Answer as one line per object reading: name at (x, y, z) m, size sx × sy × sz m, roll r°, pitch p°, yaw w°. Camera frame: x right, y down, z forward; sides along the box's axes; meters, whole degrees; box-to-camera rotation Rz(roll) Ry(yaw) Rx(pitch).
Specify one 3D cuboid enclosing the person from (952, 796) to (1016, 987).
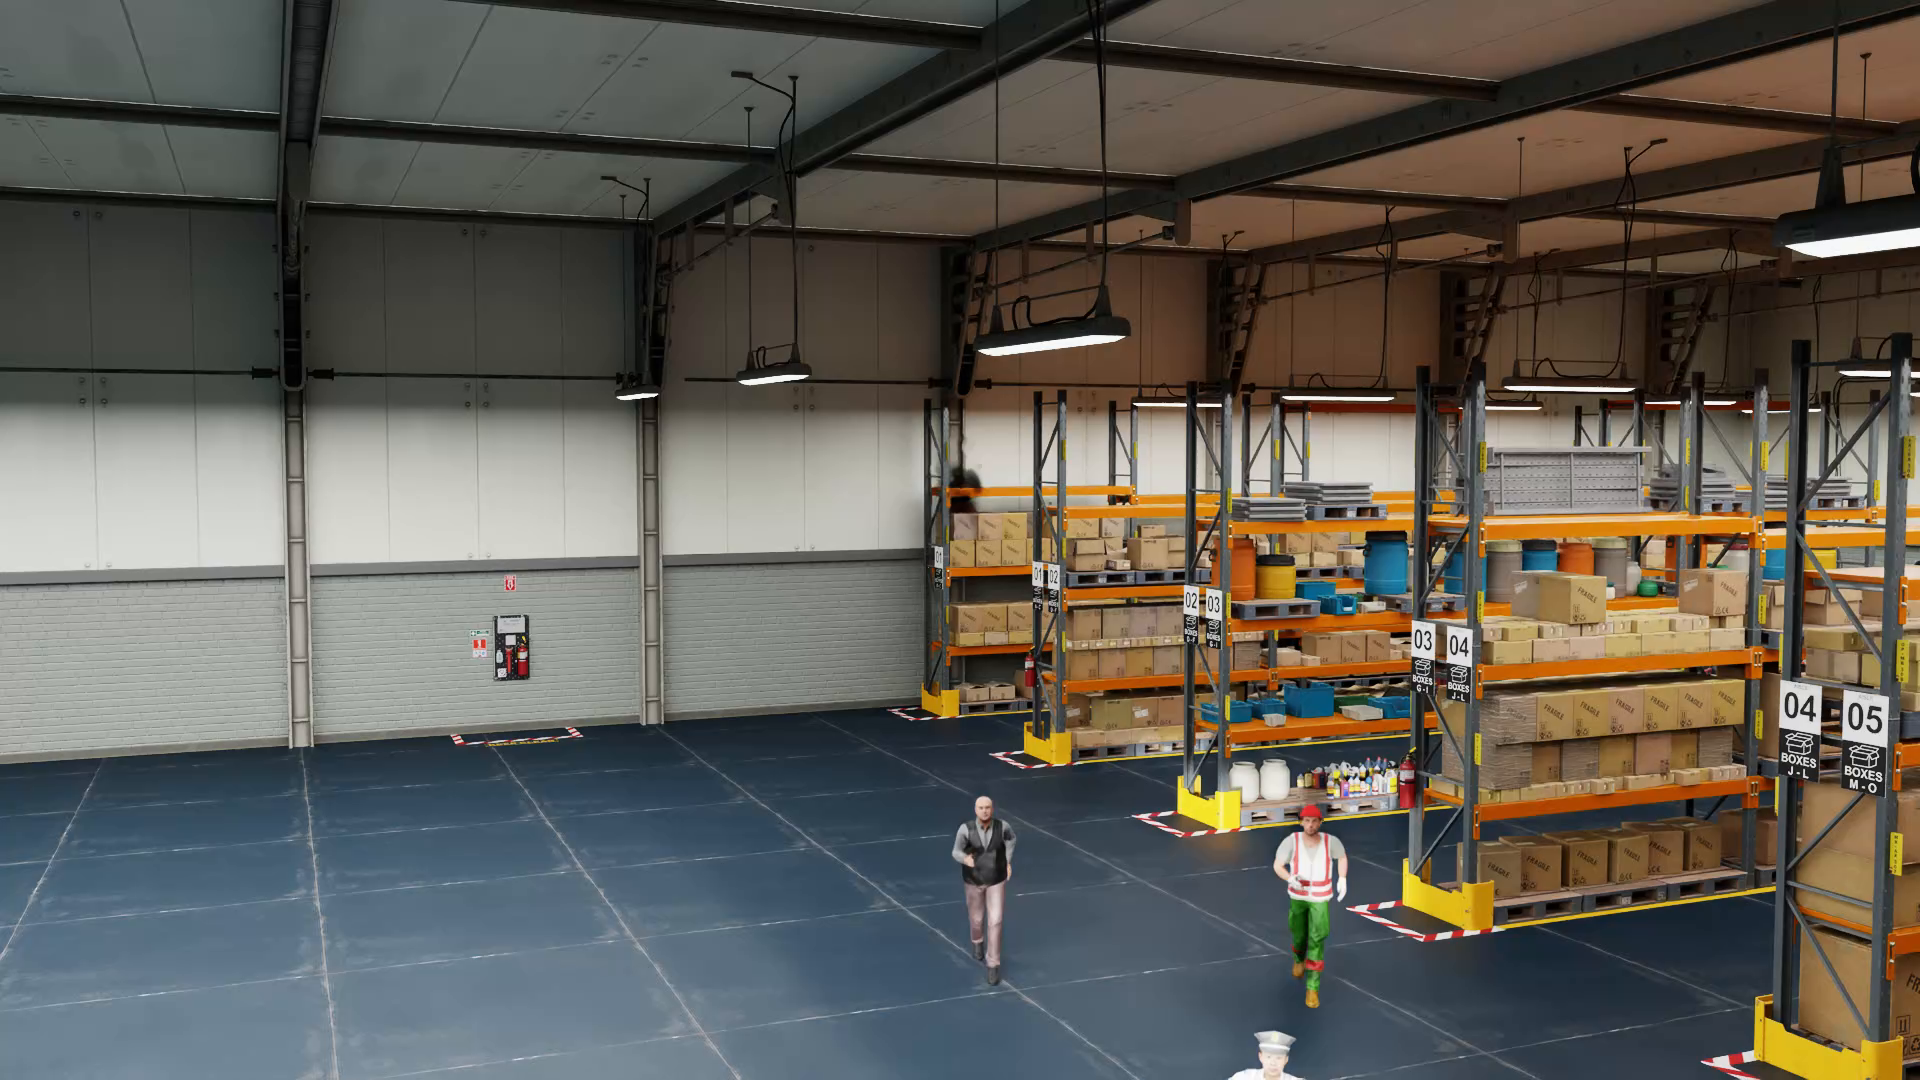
person at (0.235, 3.338, 16.162) m, size 0.623 × 1.738 × 0.924 m, roll 0°, pitch 3°, yaw 2°

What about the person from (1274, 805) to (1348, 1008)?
person at (3.273, 3.350, 15.525) m, size 0.684 × 1.797 × 0.877 m, roll 1°, pitch 3°, yaw 11°

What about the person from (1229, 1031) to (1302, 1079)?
person at (1.826, 3.736, 9.865) m, size 0.583 × 1.705 × 0.645 m, roll 0°, pitch 3°, yaw 7°
